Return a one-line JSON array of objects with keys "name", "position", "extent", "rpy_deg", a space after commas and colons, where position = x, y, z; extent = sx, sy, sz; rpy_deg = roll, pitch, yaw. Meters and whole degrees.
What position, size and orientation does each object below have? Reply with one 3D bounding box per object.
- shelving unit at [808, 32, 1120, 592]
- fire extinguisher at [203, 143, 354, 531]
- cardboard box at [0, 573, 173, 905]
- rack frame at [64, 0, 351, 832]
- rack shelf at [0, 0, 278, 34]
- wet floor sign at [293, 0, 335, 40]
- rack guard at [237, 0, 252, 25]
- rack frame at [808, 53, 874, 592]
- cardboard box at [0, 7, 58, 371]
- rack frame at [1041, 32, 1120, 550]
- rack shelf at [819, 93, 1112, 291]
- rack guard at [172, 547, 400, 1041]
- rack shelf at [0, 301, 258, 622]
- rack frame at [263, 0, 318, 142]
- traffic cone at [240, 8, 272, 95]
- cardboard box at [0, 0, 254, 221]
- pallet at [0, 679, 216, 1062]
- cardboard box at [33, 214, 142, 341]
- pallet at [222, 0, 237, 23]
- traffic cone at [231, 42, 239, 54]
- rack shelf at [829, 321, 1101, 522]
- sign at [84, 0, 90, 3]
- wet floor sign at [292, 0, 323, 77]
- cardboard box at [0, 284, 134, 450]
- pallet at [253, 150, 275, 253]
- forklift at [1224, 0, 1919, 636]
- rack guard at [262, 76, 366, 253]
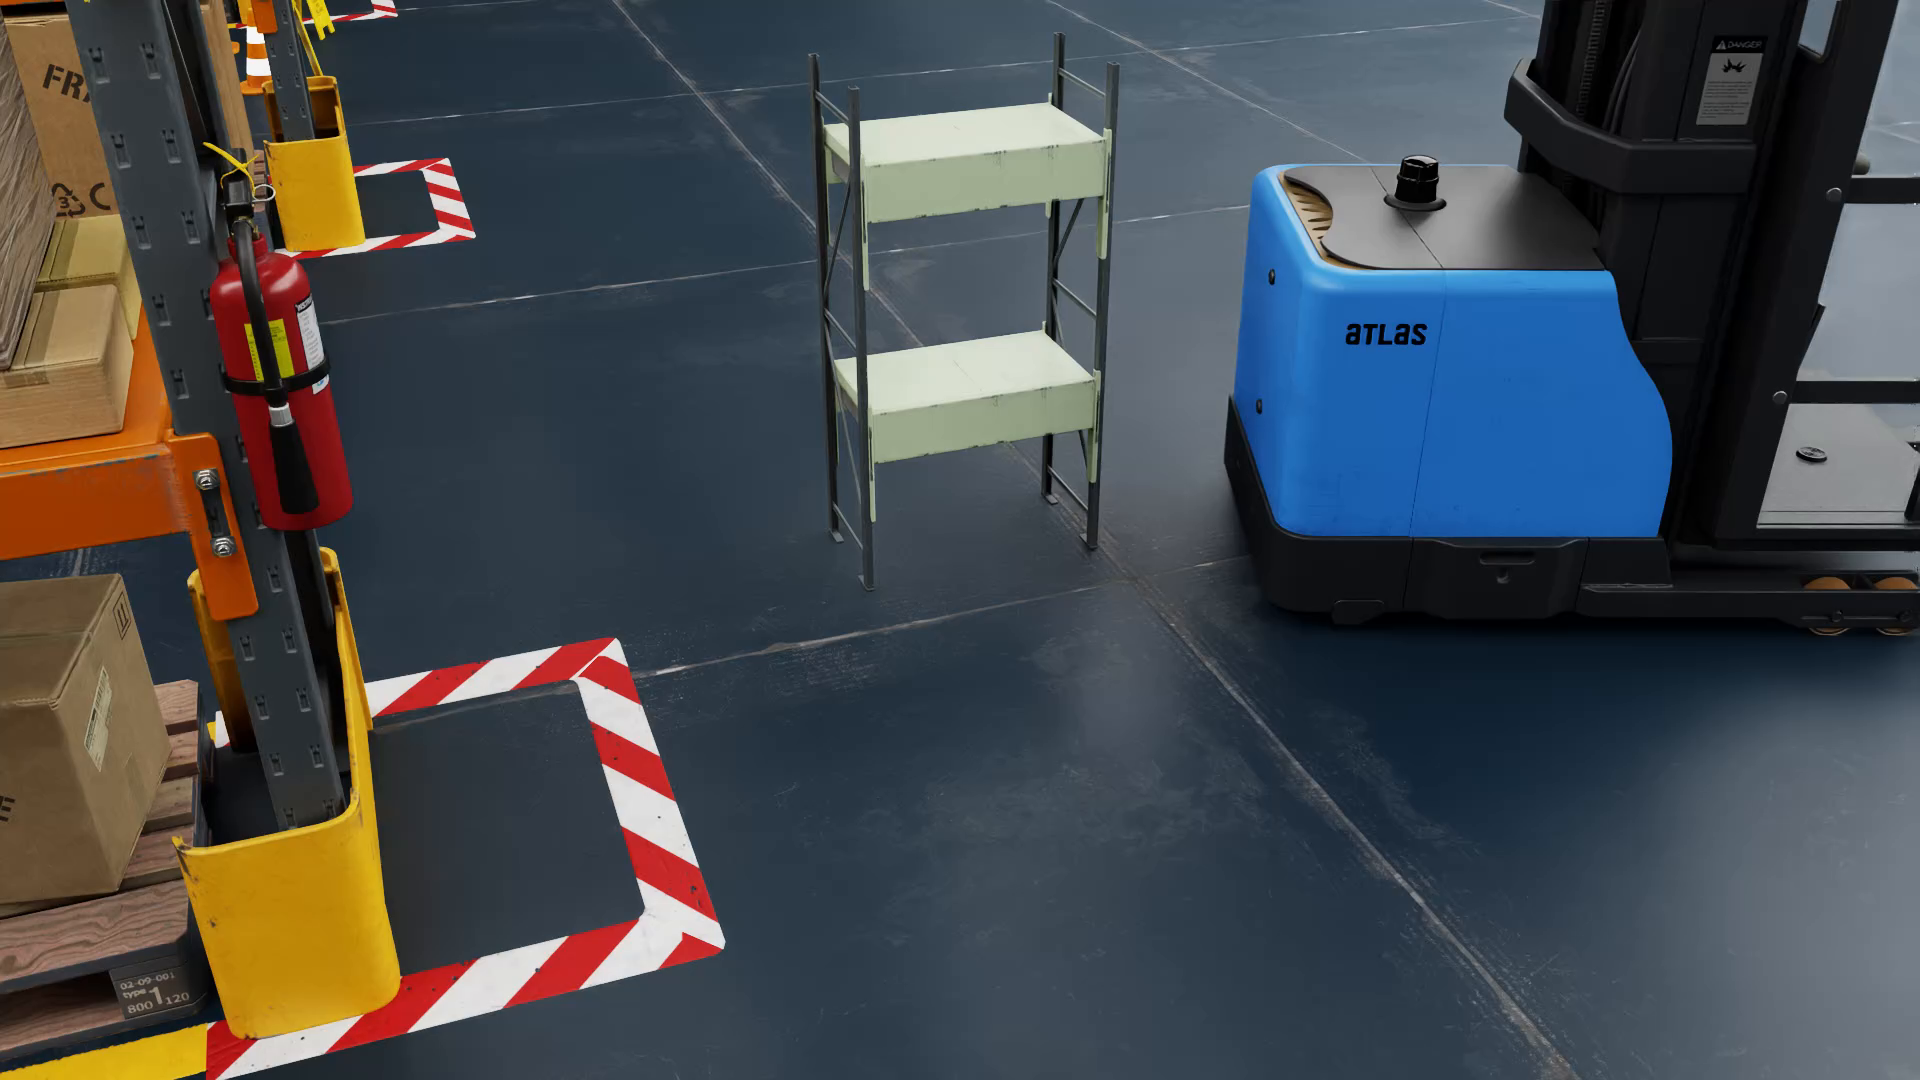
[{"name": "shelving unit", "position": [0.006, -0.653, 4.881], "extent": [0.755, 1.500, 0.431], "rpy_deg": [-10, 31, -18]}, {"name": "fire extinguisher", "position": [-1.208, -0.346, 2.906], "extent": [0.183, 0.674, 0.296], "rpy_deg": [-10, 31, -18]}, {"name": "cardboard box", "position": [-2.067, 0.430, 3.566], "extent": [0.500, 0.500, 0.500], "rpy_deg": [-5, 30, -8]}, {"name": "rack frame", "position": [-1.476, -0.574, 3.227], "extent": [0.127, 3.000, 1.000], "rpy_deg": [-10, 31, -18]}, {"name": "rack shelf", "position": [-4.985, -2.235, 6.869], "extent": [4.000, 0.370, 1.077], "rpy_deg": [-10, 31, -18]}, {"name": "wet floor sign", "position": [-4.380, -3.685, 11.066], "extent": [0.232, 0.644, 0.267], "rpy_deg": [0, 30, 0]}, {"name": "rack guard", "position": [-5.002, -4.072, 11.893], "extent": [0.348, 0.500, 1.175], "rpy_deg": [-10, 31, -18]}, {"name": "rack frame", "position": [-0.337, -0.590, 4.770], "extent": [0.023, 1.500, 0.400], "rpy_deg": [-10, 31, -18]}, {"name": "cardboard box", "position": [-2.001, -0.664, 2.984], "extent": [0.500, 0.500, 0.875], "rpy_deg": [-10, 31, -18]}, {"name": "rack frame", "position": [0.349, -0.716, 4.992], "extent": [0.023, 1.500, 0.400], "rpy_deg": [-10, 31, -18]}, {"name": "rack shelf", "position": [0.006, -0.992, 4.688], "extent": [0.720, 0.370, 0.431], "rpy_deg": [-10, 31, -18]}, {"name": "rack guard", "position": [-1.547, 0.525, 3.823], "extent": [0.348, 0.500, 1.175], "rpy_deg": [-10, 31, -18]}, {"name": "rack shelf", "position": [-3.350, 0.084, 2.799], "extent": [4.000, 0.370, 1.077], "rpy_deg": [-10, 31, -18]}, {"name": "rack frame", "position": [-3.110, -2.893, 7.297], "extent": [0.127, 3.000, 1.000], "rpy_deg": [-10, 31, -18]}, {"name": "traffic cone", "position": [-4.179, -2.940, 9.944], "extent": [0.334, 0.463, 0.336], "rpy_deg": [-10, 31, -18]}, {"name": "cardboard box", "position": [-3.723, -2.004, 7.460], "extent": [0.875, 0.875, 0.875], "rpy_deg": [-10, 31, -17]}, {"name": "pallet", "position": [-2.320, 0.775, 3.677], "extent": [1.213, 0.211, 1.003], "rpy_deg": [-10, 31, -18]}, {"name": "cardboard box", "position": [-1.826, -0.526, 3.397], "extent": [0.250, 0.149, 0.380], "rpy_deg": [-10, 31, -18]}, {"name": "pallet", "position": [-5.776, -3.823, 11.747], "extent": [1.213, 0.211, 1.003], "rpy_deg": [-10, 31, -18]}, {"name": "traffic cone", "position": [-4.884, -3.397, 10.745], "extent": [0.334, 0.463, 0.336], "rpy_deg": [-10, 31, -18]}, {"name": "rack shelf", "position": [0.006, -0.370, 5.042], "extent": [0.720, 0.370, 0.431], "rpy_deg": [-10, 31, -18]}, {"name": "sign", "position": [-1.301, -0.953, 2.404], "extent": [0.005, 0.325, 0.100], "rpy_deg": [-10, 31, -18]}, {"name": "wet floor sign", "position": [-3.774, -2.793, 9.501], "extent": [0.232, 0.644, 0.267], "rpy_deg": [-16, 33, -26]}, {"name": "cardboard box", "position": [-1.671, -0.320, 3.035], "extent": [0.250, 0.149, 0.380], "rpy_deg": [-10, 31, -18]}, {"name": "pallet", "position": [-3.832, -1.507, 7.681], "extent": [1.213, 0.211, 1.003], "rpy_deg": [-10, 31, -18]}, {"name": "forklift", "position": [2.397, -1.263, 4.506], "extent": [3.031, 2.935, 1.130], "rpy_deg": [0, 30, 0]}, {"name": "rack guard", "position": [-3.088, -1.811, 7.923], "extent": [0.348, 0.500, 1.175], "rpy_deg": [-10, 31, -18]}]
